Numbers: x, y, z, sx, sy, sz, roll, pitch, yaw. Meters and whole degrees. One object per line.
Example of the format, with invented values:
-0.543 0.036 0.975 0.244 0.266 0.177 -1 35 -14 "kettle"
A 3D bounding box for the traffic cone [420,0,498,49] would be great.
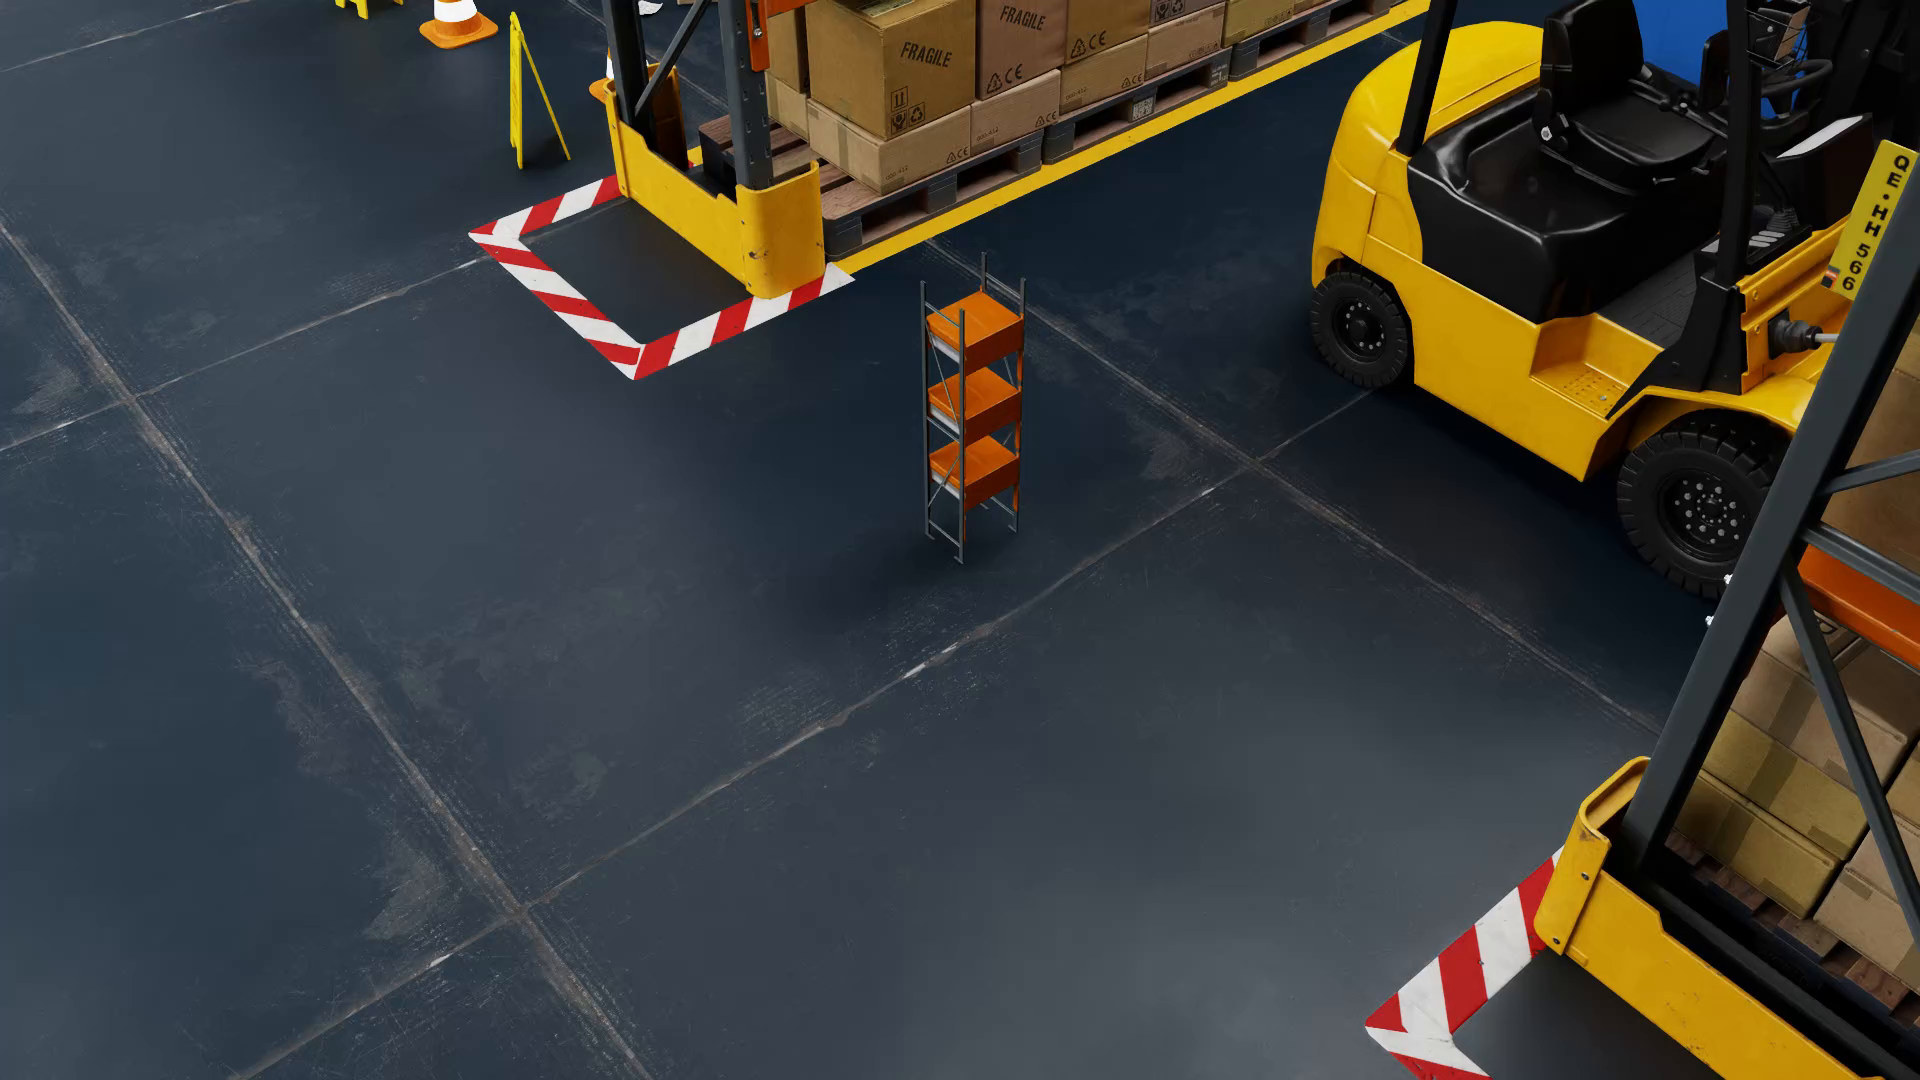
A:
-2.570 -2.783 8.375 0.334 0.463 0.336 -30 51 -28 "traffic cone"

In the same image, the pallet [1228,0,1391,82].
1.477 -2.835 8.614 1.213 0.211 1.003 -30 51 -28 "pallet"

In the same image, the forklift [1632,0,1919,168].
4.252 -2.582 6.358 1.130 2.935 3.031 -26 49 -25 "forklift"

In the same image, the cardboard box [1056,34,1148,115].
0.504 -2.234 7.640 0.500 0.250 0.500 -26 49 -25 "cardboard box"

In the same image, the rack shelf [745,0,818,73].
0.435 -3.024 7.304 4.000 0.370 1.077 -30 51 -28 "rack shelf"

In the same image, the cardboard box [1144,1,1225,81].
0.893 -2.455 7.874 0.500 0.250 0.500 -29 50 -27 "cardboard box"

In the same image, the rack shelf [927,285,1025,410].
0.041 -0.605 5.229 0.240 0.259 0.215 -30 51 -28 "rack shelf"

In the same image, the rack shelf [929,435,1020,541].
0.041 -0.196 5.613 0.240 0.259 0.215 -30 51 -28 "rack shelf"

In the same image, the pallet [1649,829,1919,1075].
2.648 0.856 4.685 1.213 0.211 1.003 -30 51 -28 "pallet"

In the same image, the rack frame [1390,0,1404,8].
1.969 -4.165 7.993 0.127 3.000 1.000 -30 51 -28 "rack frame"

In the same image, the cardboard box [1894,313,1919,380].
2.175 -0.375 3.412 0.250 0.149 0.380 -29 50 -27 "cardboard box"

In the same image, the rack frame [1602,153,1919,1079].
2.088 0.197 3.349 0.127 3.000 1.000 -30 51 -28 "rack frame"

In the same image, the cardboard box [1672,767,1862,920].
2.246 0.674 4.543 0.500 0.250 0.500 -29 51 -28 "cardboard box"

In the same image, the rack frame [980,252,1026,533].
0.135 -0.460 5.473 0.008 1.050 0.200 -30 51 -28 "rack frame"

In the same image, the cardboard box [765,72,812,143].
-0.633 -2.065 7.460 0.500 0.250 0.500 -30 51 -28 "cardboard box"

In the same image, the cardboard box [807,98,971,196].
-0.303 -1.768 7.143 0.500 0.250 0.500 -30 51 -28 "cardboard box"

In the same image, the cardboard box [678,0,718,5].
-1.390 -3.005 8.841 0.250 0.149 0.380 -7 44 -7 "cardboard box"

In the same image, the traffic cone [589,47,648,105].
-1.597 -2.349 7.914 0.334 0.463 0.336 -30 51 -28 "traffic cone"

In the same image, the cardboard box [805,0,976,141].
-0.285 -2.052 6.898 0.500 0.500 0.500 -32 52 -29 "cardboard box"

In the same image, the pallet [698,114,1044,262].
-0.395 -1.763 7.473 1.213 0.211 1.003 -30 51 -28 "pallet"

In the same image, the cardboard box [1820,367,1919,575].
2.297 -0.193 3.692 0.500 0.500 0.500 -31 51 -29 "cardboard box"

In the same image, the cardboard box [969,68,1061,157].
0.093 -1.988 7.377 0.500 0.250 0.500 -28 50 -27 "cardboard box"

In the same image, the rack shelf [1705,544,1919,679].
3.622 -0.419 4.531 4.000 0.370 1.077 -30 51 -28 "rack shelf"

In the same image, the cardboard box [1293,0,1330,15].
1.688 -2.915 8.364 0.500 0.250 0.500 -28 50 -26 "cardboard box"

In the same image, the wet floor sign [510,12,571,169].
-1.931 -2.028 7.438 0.232 0.644 0.267 -14 45 -14 "wet floor sign"

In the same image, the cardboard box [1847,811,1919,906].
2.582 0.767 4.079 0.500 0.250 0.500 -29 50 -27 "cardboard box"

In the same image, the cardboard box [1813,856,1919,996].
2.591 0.933 4.267 0.500 0.250 0.500 -30 51 -28 "cardboard box"

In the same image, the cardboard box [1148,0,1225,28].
0.908 -2.739 7.629 0.500 0.500 0.500 -27 50 -26 "cardboard box"

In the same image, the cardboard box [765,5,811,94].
-0.652 -2.321 7.184 0.500 0.500 0.500 -29 51 -28 "cardboard box"

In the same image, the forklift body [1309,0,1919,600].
2.372 -1.284 5.547 1.214 2.155 2.313 -30 51 -28 "forklift body"

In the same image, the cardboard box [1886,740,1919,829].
2.578 0.570 3.923 0.500 0.250 0.500 -31 51 -28 "cardboard box"

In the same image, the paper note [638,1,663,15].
-1.651 -2.786 8.694 0.148 0.019 0.142 22 47 21 "paper note"

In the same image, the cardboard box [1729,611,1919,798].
2.241 0.316 4.194 0.500 0.250 0.500 -28 50 -27 "cardboard box"

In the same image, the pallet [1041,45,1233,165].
0.540 -2.296 8.041 1.213 0.211 1.003 -30 51 -28 "pallet"

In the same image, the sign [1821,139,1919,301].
1.751 -0.602 3.182 0.005 0.325 0.100 -30 51 -28 "sign"

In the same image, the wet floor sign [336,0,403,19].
-3.104 -3.052 8.528 0.267 0.644 0.232 30 51 28 "wet floor sign"

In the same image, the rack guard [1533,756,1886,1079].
2.070 1.119 4.194 0.348 0.500 1.175 -30 51 -28 "rack guard"

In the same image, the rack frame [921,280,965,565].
-0.053 -0.353 5.359 0.008 1.050 0.200 -30 51 -28 "rack frame"

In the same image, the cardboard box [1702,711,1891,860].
2.261 0.486 4.378 0.500 0.250 0.500 -30 51 -28 "cardboard box"

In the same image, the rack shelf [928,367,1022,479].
0.041 -0.399 5.423 0.240 0.259 0.215 -30 51 -28 "rack shelf"

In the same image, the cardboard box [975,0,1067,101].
0.113 -2.284 7.145 0.500 0.500 0.500 -32 52 -29 "cardboard box"

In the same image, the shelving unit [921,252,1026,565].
0.041 -0.406 5.416 0.252 1.050 0.215 -30 51 -28 "shelving unit"

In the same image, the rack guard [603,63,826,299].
-1.041 -1.530 7.014 0.348 0.500 1.175 -30 51 -28 "rack guard"

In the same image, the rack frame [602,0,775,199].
-1.099 -2.408 6.123 0.127 3.000 1.000 -30 51 -28 "rack frame"

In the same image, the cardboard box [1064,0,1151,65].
0.503 -2.500 7.375 0.500 0.500 0.500 -29 50 -27 "cardboard box"

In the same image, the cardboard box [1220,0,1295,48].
1.286 -2.676 8.109 0.500 0.250 0.500 -31 51 -29 "cardboard box"
